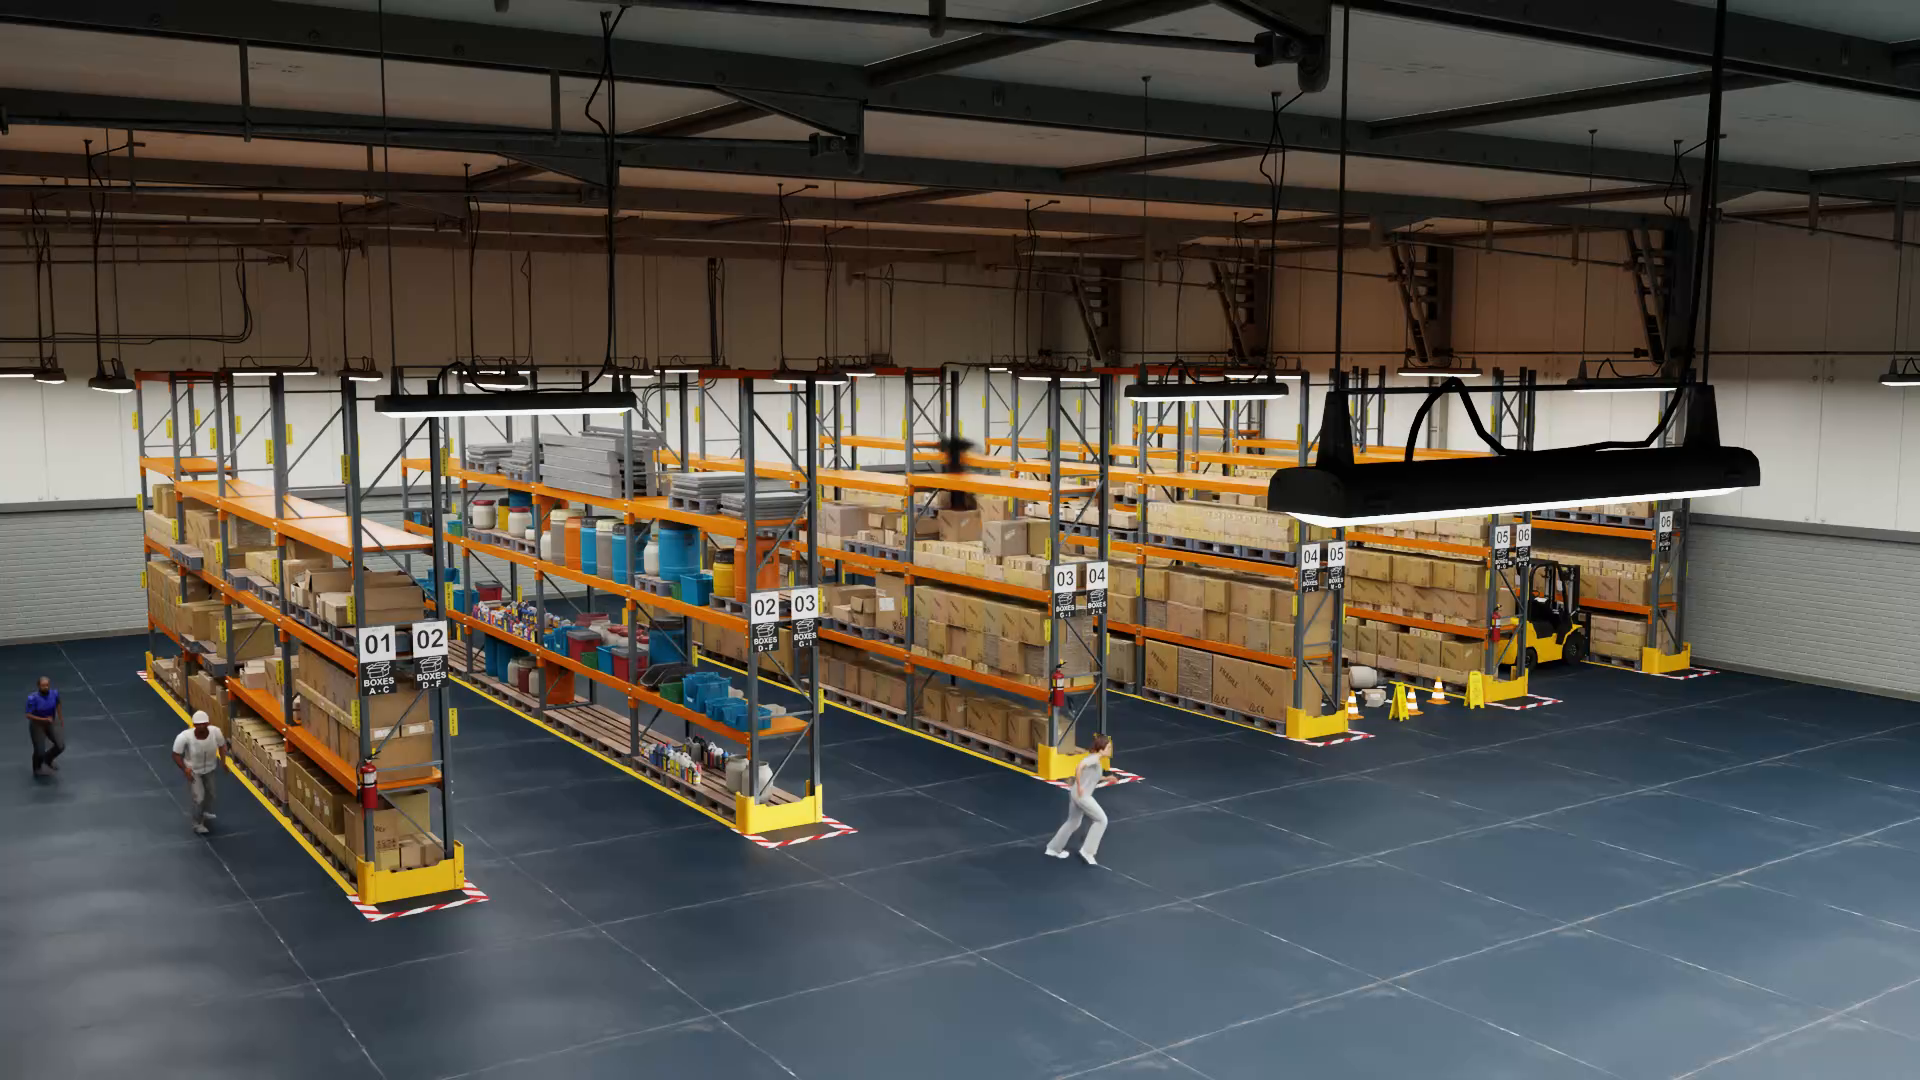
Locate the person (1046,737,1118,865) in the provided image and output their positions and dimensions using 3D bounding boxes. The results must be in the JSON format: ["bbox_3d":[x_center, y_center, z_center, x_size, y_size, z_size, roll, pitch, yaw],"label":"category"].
[{"bbox_3d":[1.508,3.247,20.596,0.894,1.647,0.594,0,6,1],"label":"person"}]

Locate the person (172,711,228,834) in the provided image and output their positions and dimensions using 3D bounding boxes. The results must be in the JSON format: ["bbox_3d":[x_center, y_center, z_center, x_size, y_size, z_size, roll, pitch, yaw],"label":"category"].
[{"bbox_3d":[-10.044,3.033,21.929,0.840,1.668,0.674,5,8,39],"label":"person"}]

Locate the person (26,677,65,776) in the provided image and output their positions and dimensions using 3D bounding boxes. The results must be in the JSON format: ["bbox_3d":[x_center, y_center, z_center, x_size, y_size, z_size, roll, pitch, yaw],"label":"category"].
[{"bbox_3d":[-13.619,2.784,24.781,0.775,1.532,0.577,5,8,39],"label":"person"}]

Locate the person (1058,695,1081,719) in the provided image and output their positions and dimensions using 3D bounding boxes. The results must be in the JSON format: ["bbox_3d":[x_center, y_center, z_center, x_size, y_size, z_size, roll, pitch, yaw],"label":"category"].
[{"bbox_3d":[1.852,2.264,29.042,0.761,1.624,0.525,6,9,43],"label":"person"}]
